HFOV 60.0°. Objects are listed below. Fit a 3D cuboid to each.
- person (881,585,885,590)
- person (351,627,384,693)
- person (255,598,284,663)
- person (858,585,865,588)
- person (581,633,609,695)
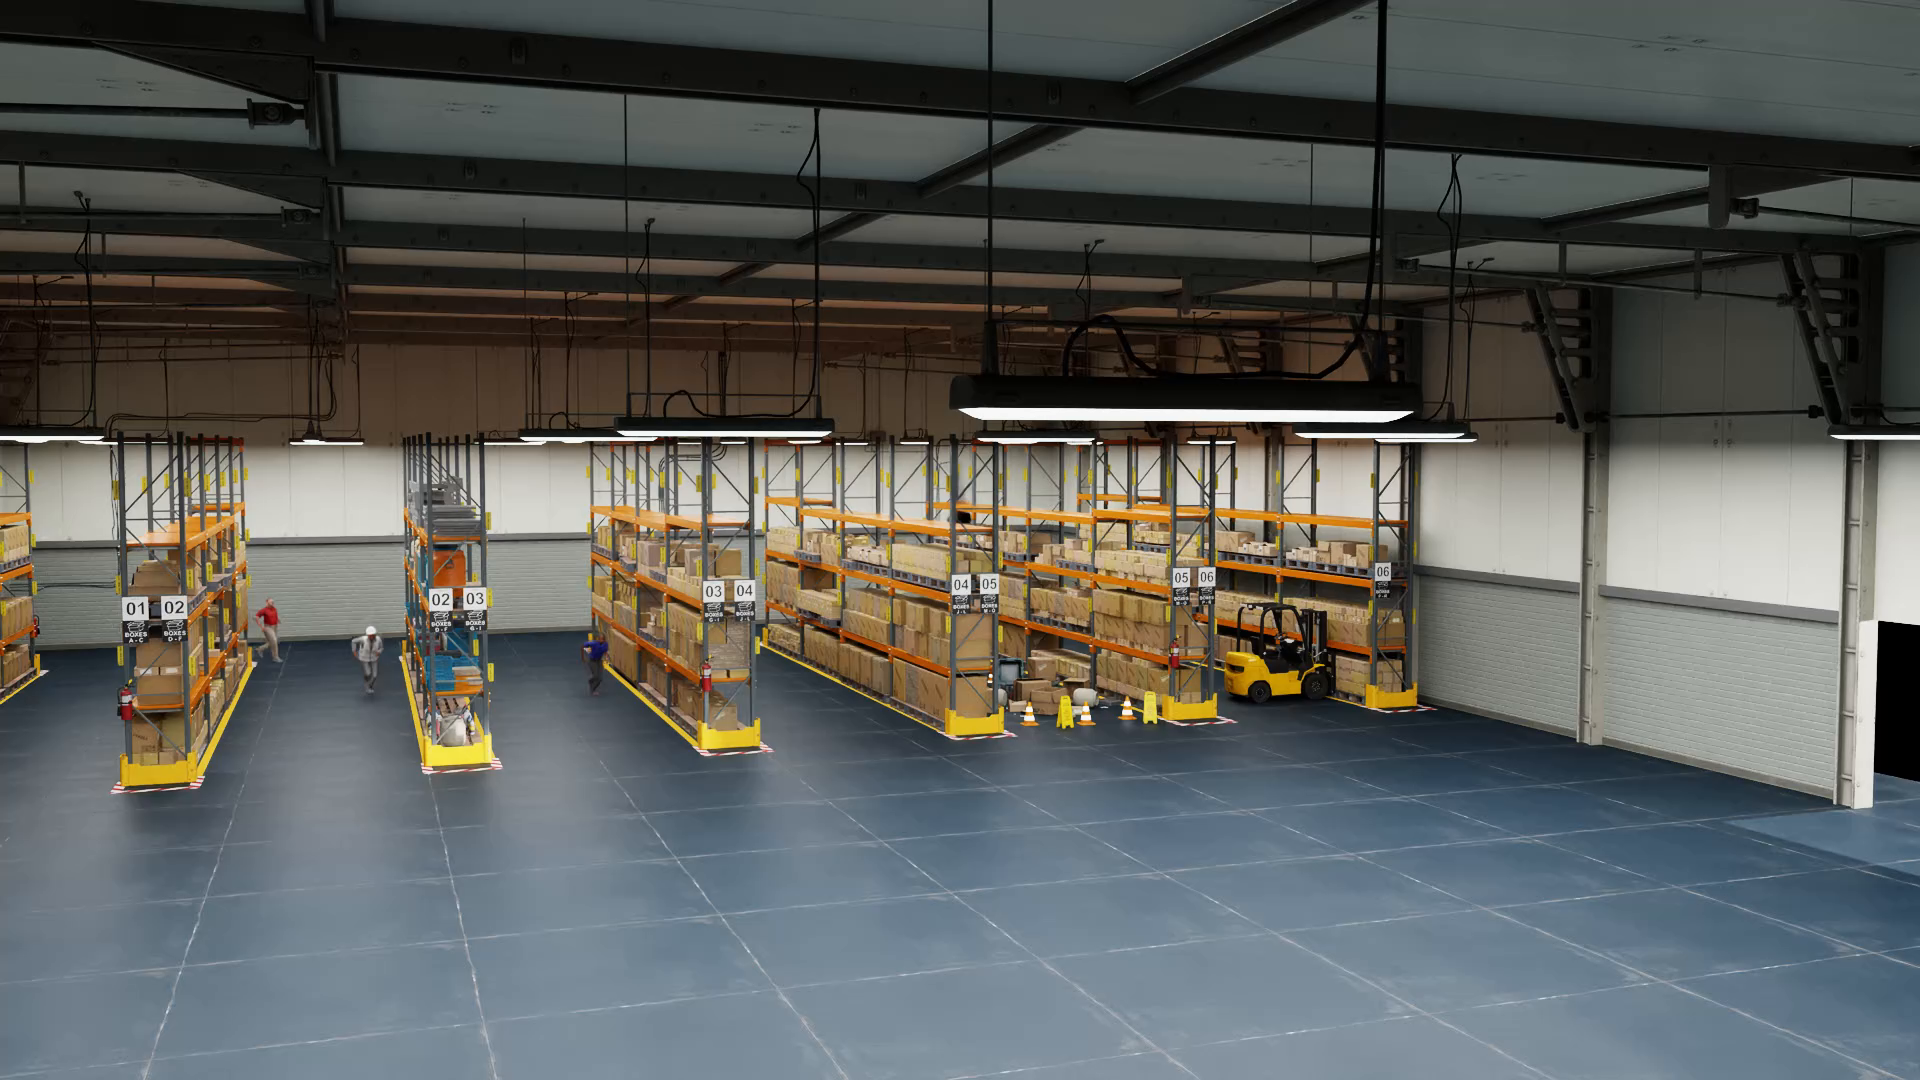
[{"bbox_3d":[-2.393,2.047,50.898,0.922,1.664,0.586,-1,3,-14],"label":"person"},{"bbox_3d":[-13.730,2.787,38.560,0.684,1.598,0.858,-2,4,-30],"label":"person"},{"bbox_3d":[-18.460,2.411,44.511,0.812,1.719,0.701,1,3,13],"label":"person"},{"bbox_3d":[-2.849,2.183,47.694,0.672,1.783,0.884,-2,4,-32],"label":"person"},{"bbox_3d":[-8.416,2.865,38.379,0.596,1.480,0.786,-3,4,-39],"label":"person"}]
